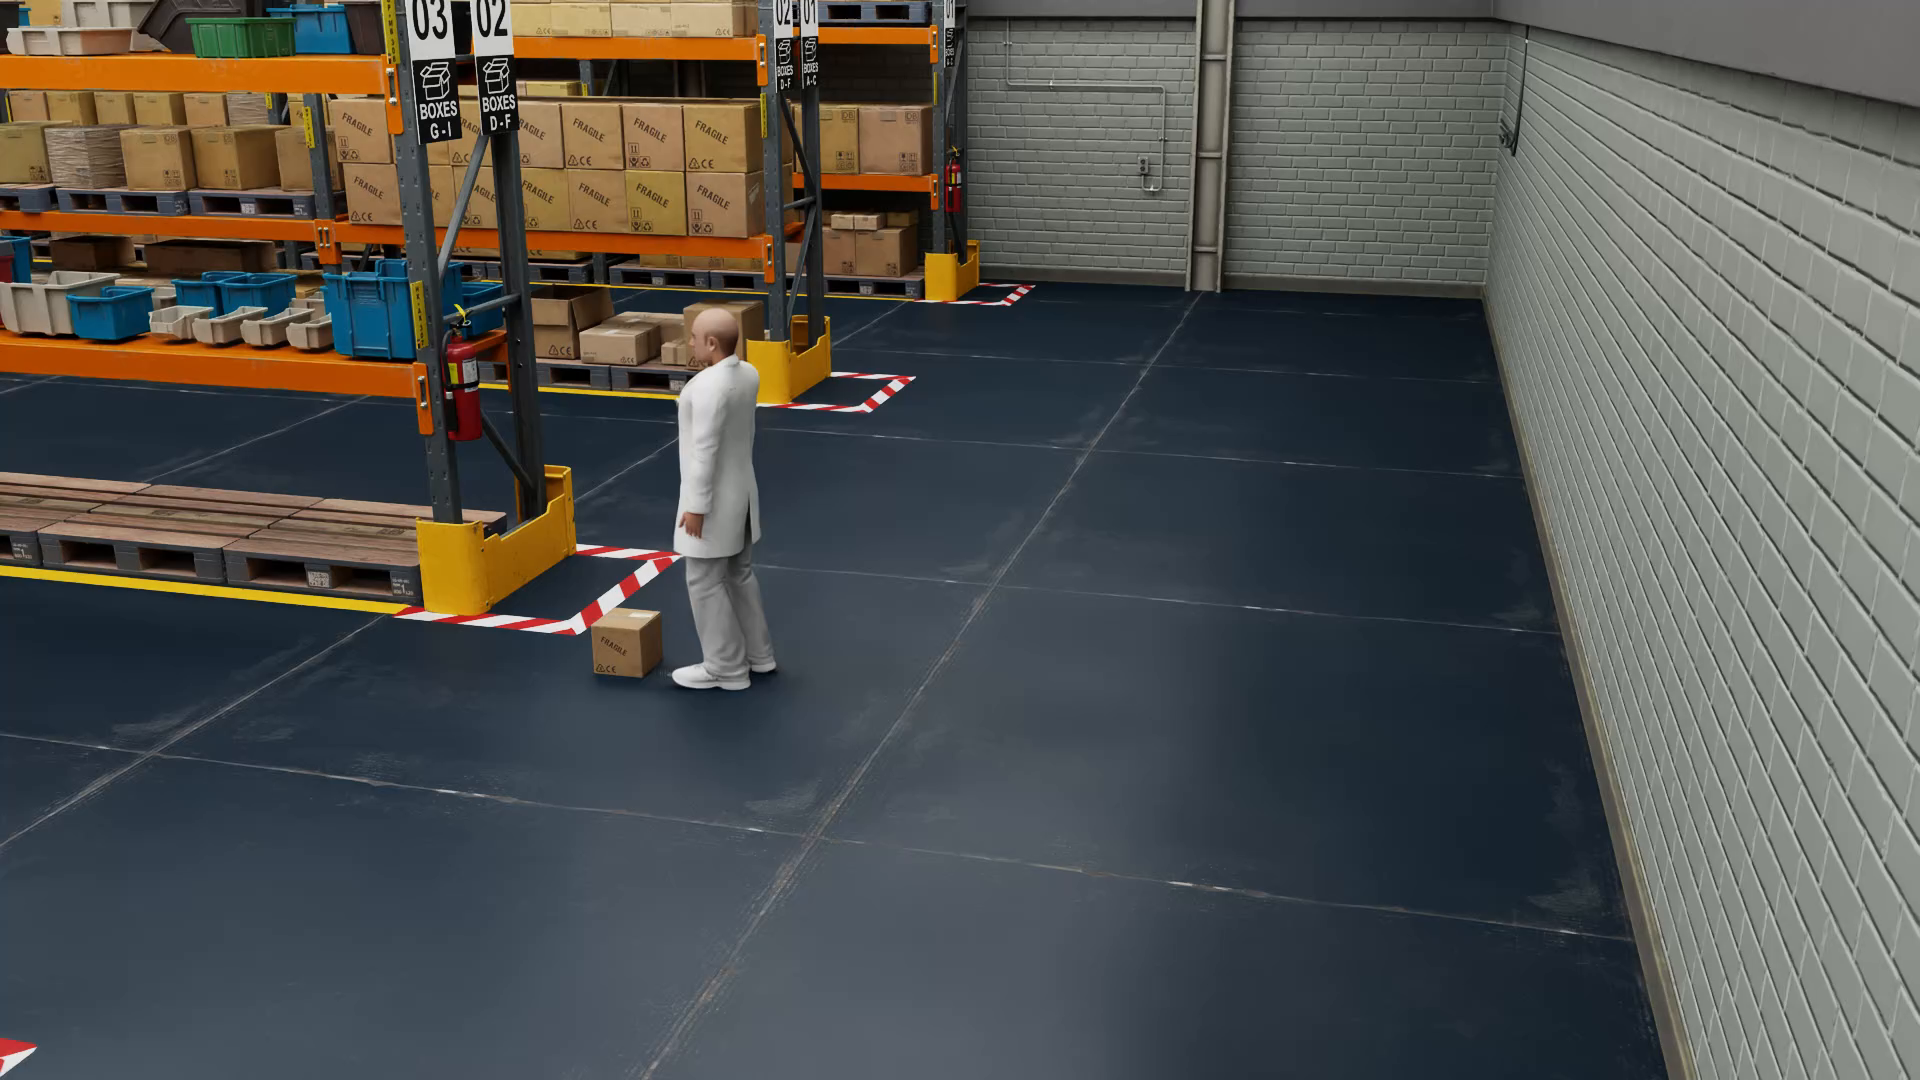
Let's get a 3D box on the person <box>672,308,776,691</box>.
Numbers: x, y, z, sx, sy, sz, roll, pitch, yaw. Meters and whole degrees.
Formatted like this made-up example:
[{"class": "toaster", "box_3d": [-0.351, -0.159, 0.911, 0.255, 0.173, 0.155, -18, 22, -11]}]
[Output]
[{"class": "person", "box_3d": [-1.122, -0.183, 7.652, 0.407, 1.779, 0.562, 5, 19, 15]}]
